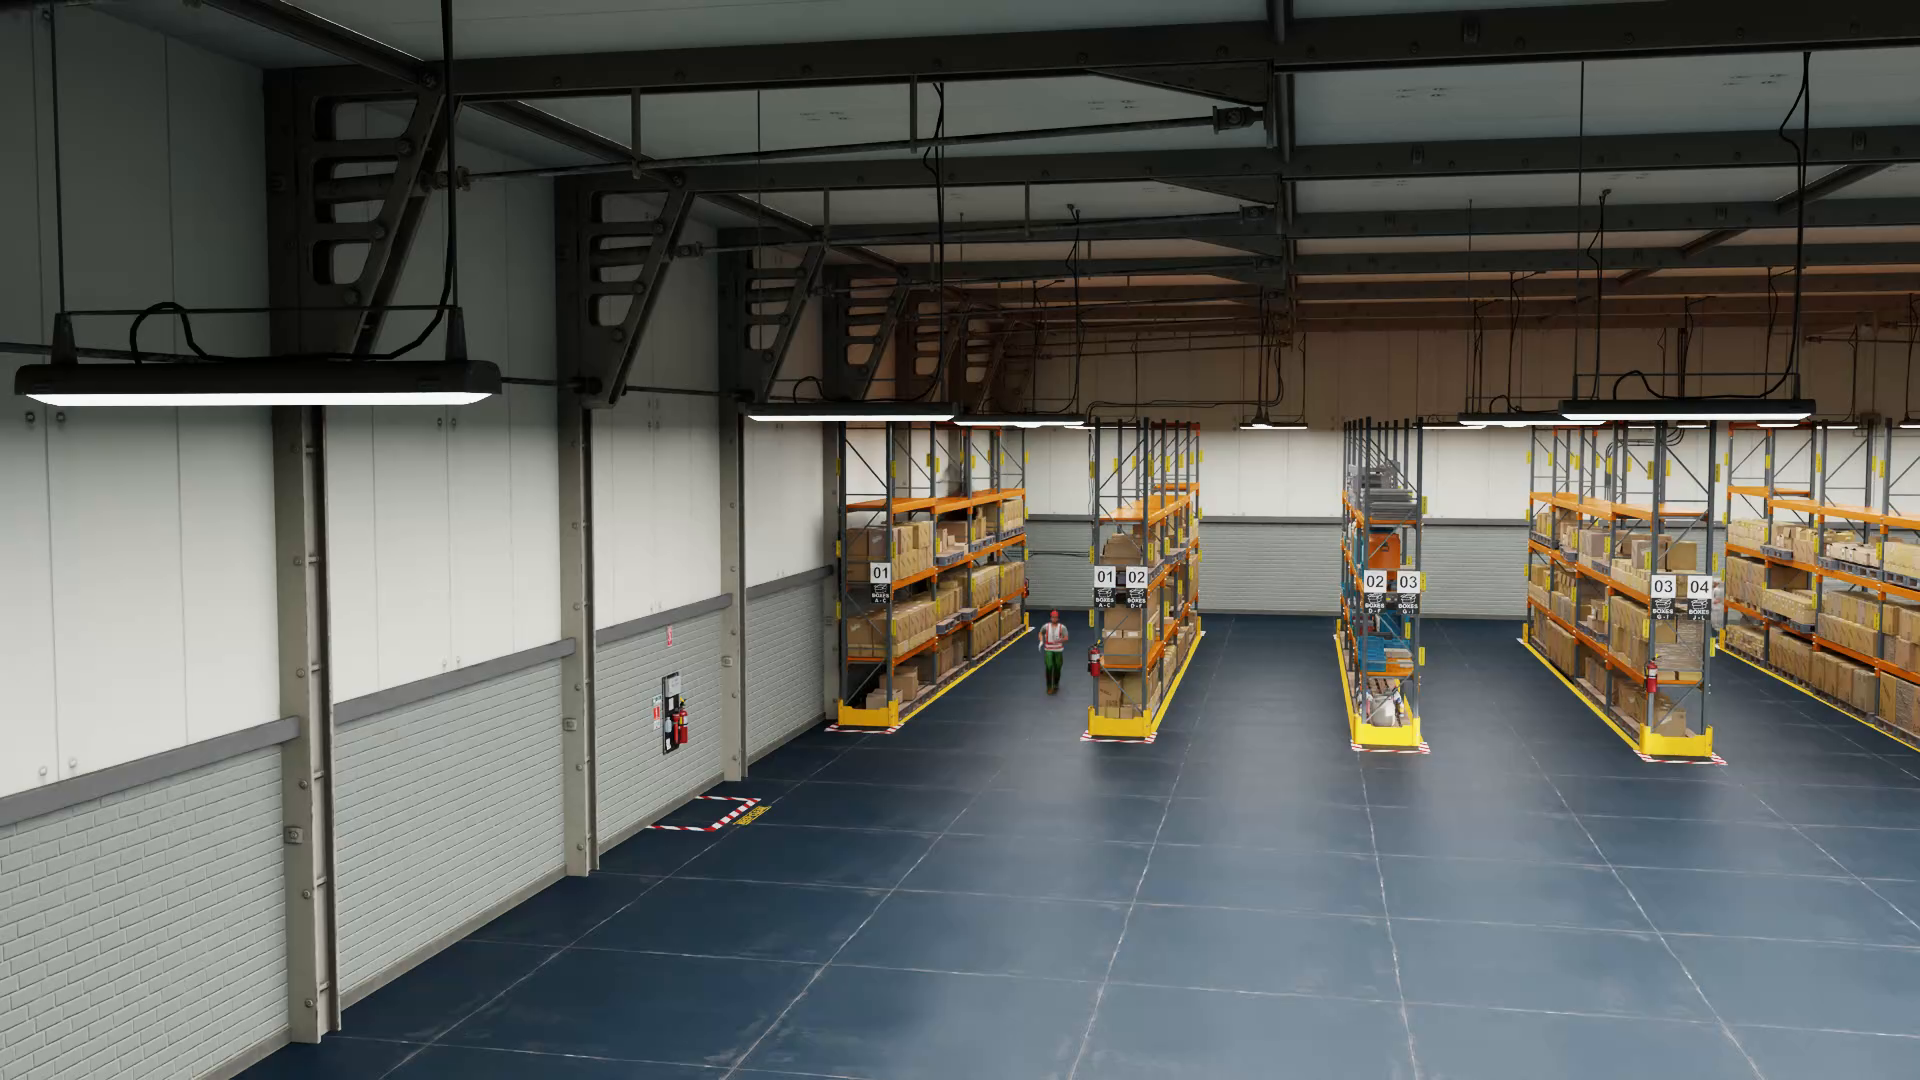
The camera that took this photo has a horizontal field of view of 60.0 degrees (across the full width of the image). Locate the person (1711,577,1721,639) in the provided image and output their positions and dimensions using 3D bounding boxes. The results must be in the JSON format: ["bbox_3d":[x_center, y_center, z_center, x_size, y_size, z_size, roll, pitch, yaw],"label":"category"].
[{"bbox_3d":[20.484,1.903,45.226,0.861,1.789,0.688,0,4,-8],"label":"person"}]

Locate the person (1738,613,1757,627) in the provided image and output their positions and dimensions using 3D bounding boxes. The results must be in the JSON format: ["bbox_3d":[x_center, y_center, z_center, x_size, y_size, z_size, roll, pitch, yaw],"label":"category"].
[{"bbox_3d":[21.470,1.954,45.195,0.785,1.690,0.744,2,4,29],"label":"person"}]

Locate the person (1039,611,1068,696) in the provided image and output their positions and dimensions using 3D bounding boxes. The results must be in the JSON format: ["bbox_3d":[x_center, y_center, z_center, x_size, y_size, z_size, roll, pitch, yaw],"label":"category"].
[{"bbox_3d":[2.049,2.468,36.385,0.643,1.844,0.769,0,4,1],"label":"person"}]
